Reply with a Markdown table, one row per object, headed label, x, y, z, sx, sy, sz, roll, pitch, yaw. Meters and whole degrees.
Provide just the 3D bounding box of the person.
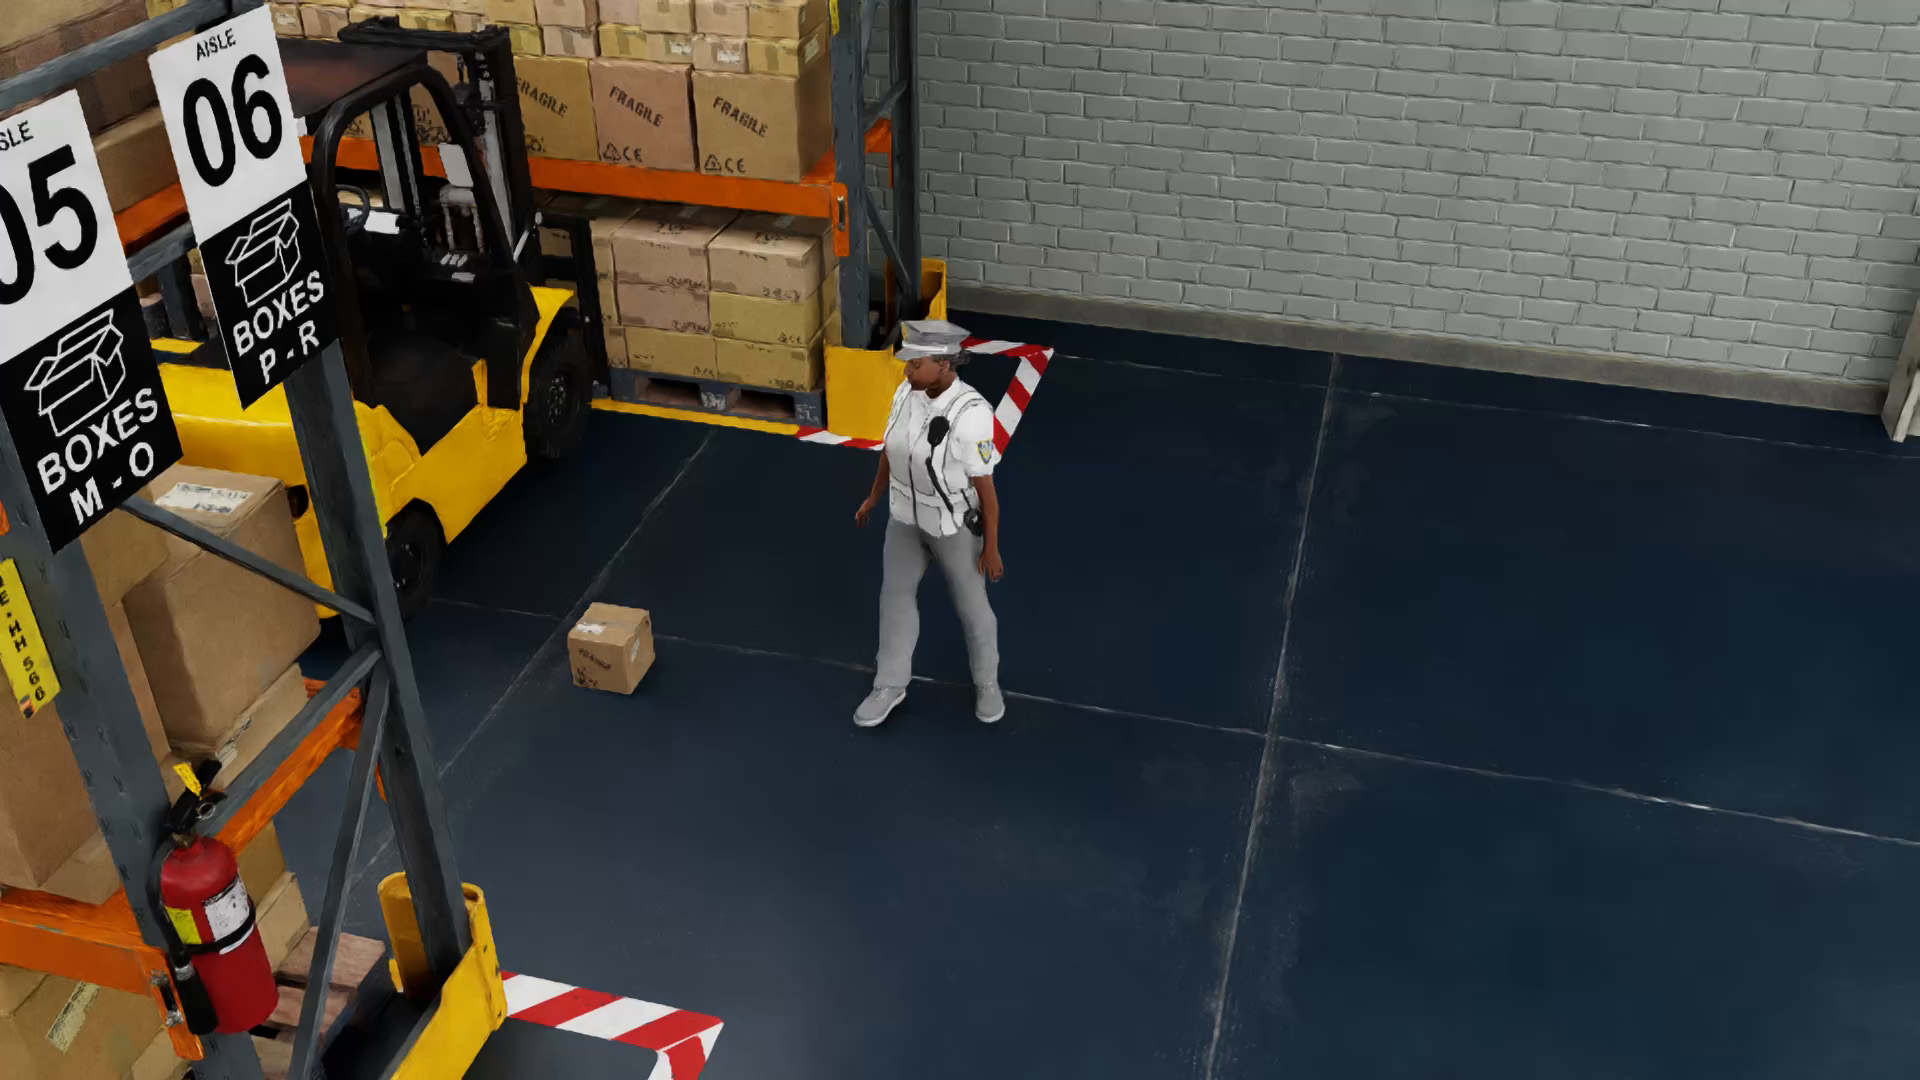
| label | x | y | z | sx | sy | sz | roll | pitch | yaw |
| --- | --- | --- | --- | --- | --- | --- | --- | --- | --- |
| person | -0.149 | -0.046 | 6.166 | 0.643 | 1.667 | 0.583 | 22 | 39 | 30 |
